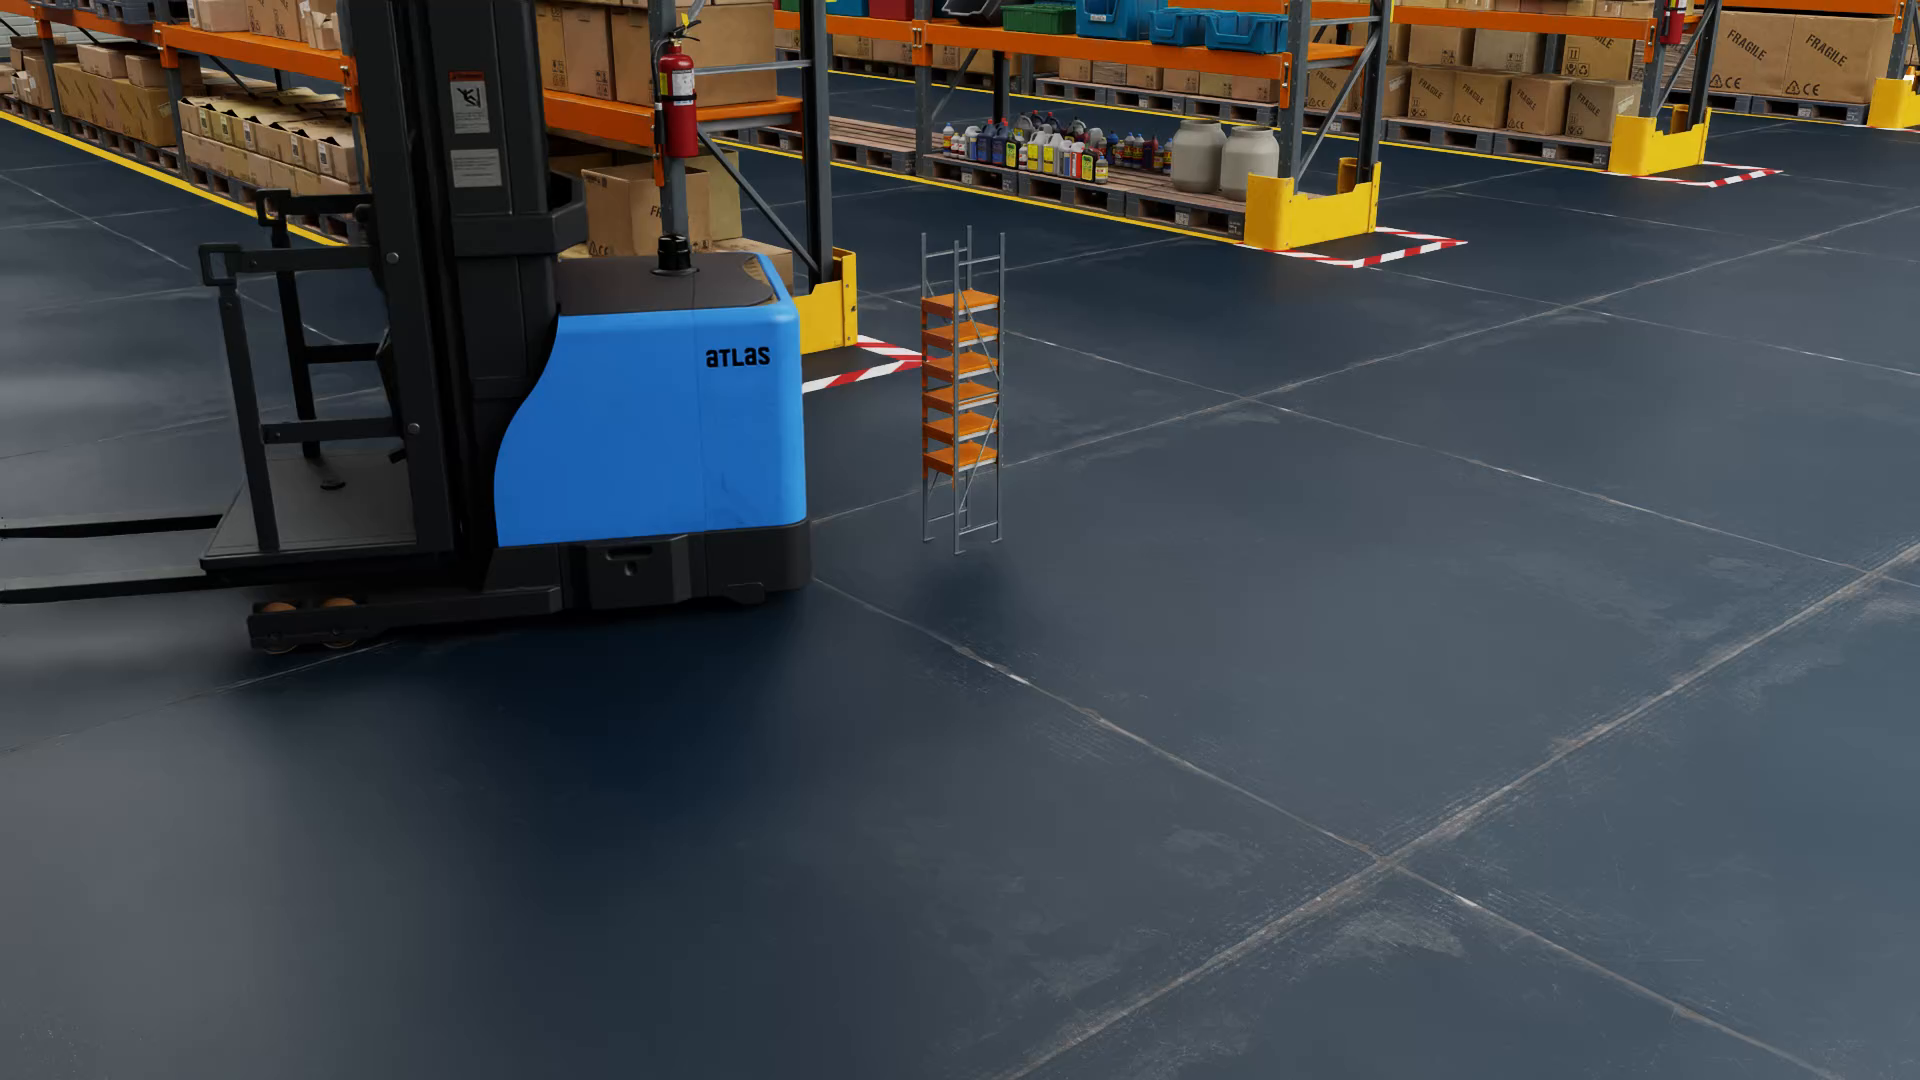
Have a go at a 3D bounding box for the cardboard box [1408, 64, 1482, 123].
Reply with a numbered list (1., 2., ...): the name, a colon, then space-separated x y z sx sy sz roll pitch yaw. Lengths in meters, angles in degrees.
1. cardboard box: 4.855 -4.479 16.657 0.500 0.500 0.500 19 29 40

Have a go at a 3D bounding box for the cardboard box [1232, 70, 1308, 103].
1. cardboard box: 3.396 -5.092 18.196 0.500 0.500 0.700 20 29 41

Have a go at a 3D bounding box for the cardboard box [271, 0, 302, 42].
1. cardboard box: -4.887 -4.066 12.614 0.500 0.500 0.500 -17 27 -37

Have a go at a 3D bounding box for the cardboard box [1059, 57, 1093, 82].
1. cardboard box: 1.622 -5.842 20.111 0.700 0.500 0.500 -19 28 -40

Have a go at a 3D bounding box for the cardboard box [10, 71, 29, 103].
1. cardboard box: -10.025 -4.979 18.167 0.500 0.311 0.500 -17 27 -37

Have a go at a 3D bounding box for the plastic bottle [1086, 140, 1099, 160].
1. plastic bottle: 1.045 -3.037 13.246 0.061 0.283 0.133 -17 27 -37

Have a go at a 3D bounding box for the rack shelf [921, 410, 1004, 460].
1. rack shelf: 0.009 -0.402 6.315 0.258 0.103 0.180 -17 27 -37

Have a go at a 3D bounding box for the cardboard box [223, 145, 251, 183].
1. cardboard box: -5.546 -3.044 13.337 0.500 0.250 0.500 -18 28 -39

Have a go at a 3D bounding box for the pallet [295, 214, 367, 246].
1. pallet: -4.238 -2.415 12.360 1.003 0.211 1.213 -17 27 -37

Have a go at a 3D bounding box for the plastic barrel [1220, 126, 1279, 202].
1. plastic barrel: 2.151 -2.793 12.337 0.421 0.512 0.421 0 21 0

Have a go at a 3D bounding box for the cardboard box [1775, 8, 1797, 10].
1. cardboard box: 11.468 -7.272 23.105 0.500 0.500 0.500 -16 26 -35

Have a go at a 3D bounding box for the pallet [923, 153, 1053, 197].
1. pallet: 0.435 -3.203 14.373 1.003 0.211 1.213 -17 27 -37

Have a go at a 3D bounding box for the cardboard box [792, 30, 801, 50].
1. cardboard box: -1.812 -7.494 23.842 0.875 0.875 0.875 -17 27 -37

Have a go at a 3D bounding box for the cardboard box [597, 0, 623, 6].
1. cardboard box: -1.682 -2.895 8.735 0.380 0.149 0.250 -17 27 -36

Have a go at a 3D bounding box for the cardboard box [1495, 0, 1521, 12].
1. cardboard box: 5.220 -5.025 15.545 0.380 0.149 0.250 -17 27 -37

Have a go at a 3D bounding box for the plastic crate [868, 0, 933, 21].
1. plastic crate: -0.520 -4.788 14.507 0.402 0.464 0.583 -17 27 -37

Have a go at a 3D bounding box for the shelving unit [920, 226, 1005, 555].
1. shelving unit: 0.009 -0.555 6.255 0.258 1.200 0.189 -17 27 -37

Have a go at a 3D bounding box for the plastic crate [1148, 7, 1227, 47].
1. plastic crate: 1.666 -3.771 12.202 0.499 0.251 0.408 -17 27 -37

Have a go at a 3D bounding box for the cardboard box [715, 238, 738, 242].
1. cardboard box: -1.627 -1.667 9.823 0.500 0.250 0.500 -17 27 -37

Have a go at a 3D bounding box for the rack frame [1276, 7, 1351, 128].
1. rack frame: 3.780 -5.876 17.374 1.000 3.000 0.127 -17 27 -37

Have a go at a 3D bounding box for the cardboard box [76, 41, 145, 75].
1. cardboard box: -8.165 -4.651 16.043 0.500 0.250 0.500 -17 27 -37

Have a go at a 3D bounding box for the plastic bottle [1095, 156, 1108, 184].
1. plastic bottle: 1.108 -2.897 13.001 0.097 0.201 0.097 0 21 0

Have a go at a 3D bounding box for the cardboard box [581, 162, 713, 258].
1. cardboard box: -1.692 -1.756 9.019 0.500 0.500 0.500 -17 27 -37

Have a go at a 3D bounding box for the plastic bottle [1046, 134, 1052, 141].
1. plastic bottle: 0.737 -3.185 13.633 0.152 0.276 0.135 -17 27 -37

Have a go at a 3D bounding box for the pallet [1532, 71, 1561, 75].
1. pallet: 7.043 -5.926 21.324 1.003 0.211 1.213 -17 27 -37

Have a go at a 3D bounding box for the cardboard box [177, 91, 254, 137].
1. cardboard box: -6.219 -3.586 13.952 0.500 0.311 0.500 -16 27 -36

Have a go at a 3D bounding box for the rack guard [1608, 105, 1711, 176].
1. rack guard: 6.342 -3.628 15.062 1.175 0.500 0.348 -17 27 -37

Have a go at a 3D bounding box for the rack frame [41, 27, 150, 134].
1. rack frame: -8.949 -5.729 16.999 1.000 3.000 0.127 -17 27 -37

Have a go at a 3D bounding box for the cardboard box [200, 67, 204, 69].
1. cardboard box: -7.767 -4.425 16.493 0.500 0.500 0.500 -17 27 -37

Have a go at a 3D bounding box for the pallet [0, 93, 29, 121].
1. pallet: -10.197 -4.958 18.853 1.003 0.211 1.213 -17 27 -37

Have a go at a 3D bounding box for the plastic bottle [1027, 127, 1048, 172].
1. plastic bottle: 0.641 -3.177 13.512 0.144 0.351 0.185 -18 27 -38

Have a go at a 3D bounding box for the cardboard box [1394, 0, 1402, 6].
1. cardboard box: 4.333 -5.348 16.370 0.380 0.149 0.250 -17 27 -37

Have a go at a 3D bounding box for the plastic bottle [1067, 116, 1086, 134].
1. plastic bottle: 1.003 -3.417 14.124 0.144 0.351 0.185 -18 27 -38

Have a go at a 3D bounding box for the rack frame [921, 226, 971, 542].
1. rack frame: -0.050 -0.580 6.320 0.240 1.200 0.006 -17 27 -37

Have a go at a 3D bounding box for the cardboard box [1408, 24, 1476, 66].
1. cardboard box: 6.504 -6.595 21.717 1.050 0.750 0.750 -17 27 -37

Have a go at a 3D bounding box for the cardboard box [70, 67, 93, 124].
1. cardboard box: -8.461 -4.434 16.516 0.500 0.500 0.500 -17 27 -37

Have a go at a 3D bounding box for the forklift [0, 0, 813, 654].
1. forklift: -2.098 -1.198 5.523 3.031 2.935 1.130 -5 22 -11

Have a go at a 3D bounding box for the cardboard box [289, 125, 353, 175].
1. cardboard box: -4.553 -2.881 12.153 0.500 0.311 0.500 -17 27 -36

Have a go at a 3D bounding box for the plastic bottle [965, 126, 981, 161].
1. plastic bottle: 0.136 -3.359 14.077 0.152 0.276 0.135 -16 27 -36

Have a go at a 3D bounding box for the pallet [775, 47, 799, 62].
1. pallet: -2.679 -7.354 24.971 1.003 0.211 1.213 -17 27 -37

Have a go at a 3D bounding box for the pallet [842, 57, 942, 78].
1. pallet: -0.881 -6.593 23.027 1.003 0.211 1.213 -17 27 -37

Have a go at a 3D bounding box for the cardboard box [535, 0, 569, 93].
1. cardboard box: -2.077 -2.875 9.574 0.700 0.500 0.500 -17 27 -37

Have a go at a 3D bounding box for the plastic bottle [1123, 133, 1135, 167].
1. plastic bottle: 1.402 -3.224 13.740 0.097 0.271 0.097 0 21 0

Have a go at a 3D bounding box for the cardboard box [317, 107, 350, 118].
1. cardboard box: -4.813 -3.293 13.205 0.500 0.311 0.500 -17 27 -36

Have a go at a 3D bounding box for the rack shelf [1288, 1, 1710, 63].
1. rack shelf: 5.086 -4.989 16.094 1.077 0.370 4.000 -17 27 -37

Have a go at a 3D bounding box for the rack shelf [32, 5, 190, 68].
1. rack shelf: -7.644 -4.842 15.719 1.077 0.370 4.000 -17 27 -37

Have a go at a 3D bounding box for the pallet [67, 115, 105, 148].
1. pallet: -8.389 -4.215 16.956 1.003 0.211 1.213 -17 27 -37

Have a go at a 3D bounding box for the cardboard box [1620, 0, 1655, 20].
1. cardboard box: 6.049 -4.684 14.674 0.380 0.149 0.250 -17 27 -37

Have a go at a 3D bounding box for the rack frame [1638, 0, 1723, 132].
1. rack frame: 6.391 -4.771 14.552 1.000 3.000 0.127 -17 27 -37

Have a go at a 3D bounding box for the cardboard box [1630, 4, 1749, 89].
1. cardboard box: 8.552 -5.797 19.508 0.875 0.875 0.875 -17 27 -37
